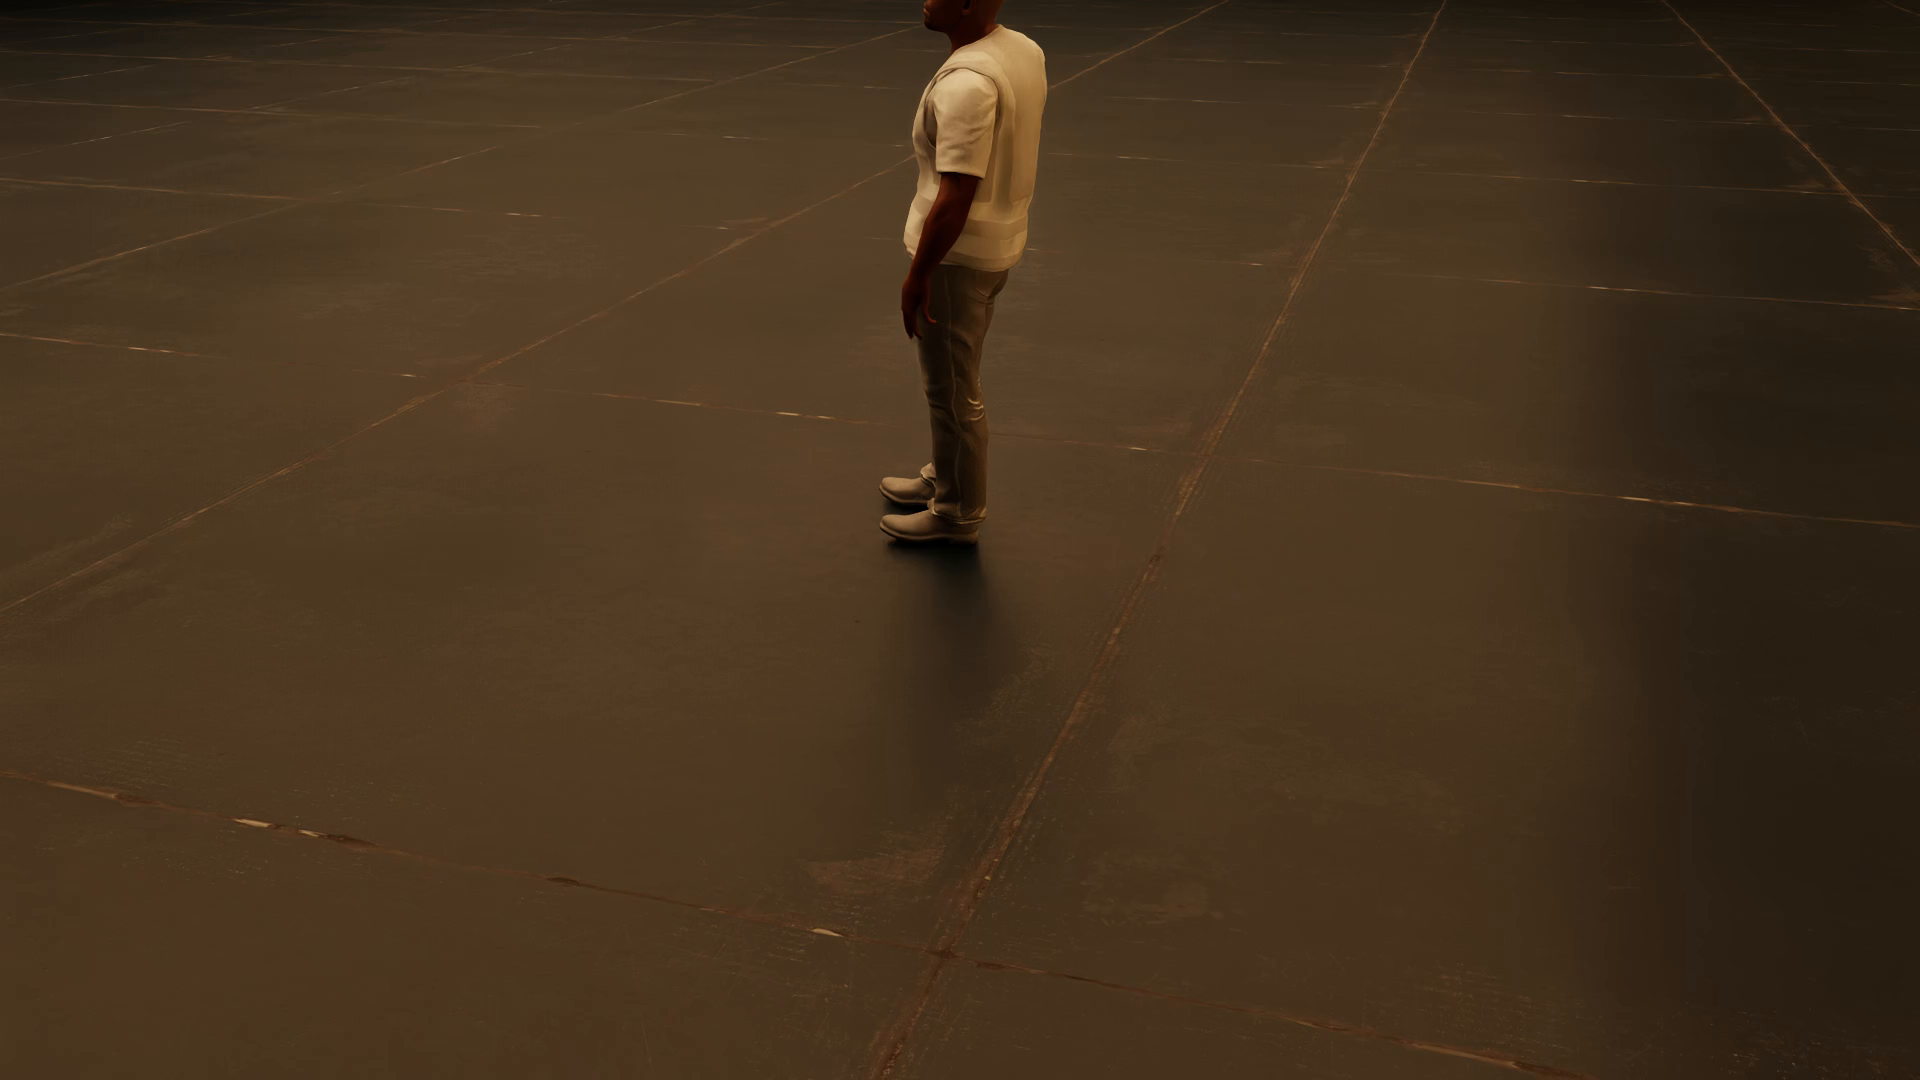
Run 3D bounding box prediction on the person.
[{"bbox_3d":[-0.064,-0.830,4.806,0.577,1.759,0.665,7,23,16],"label":"person"}]
